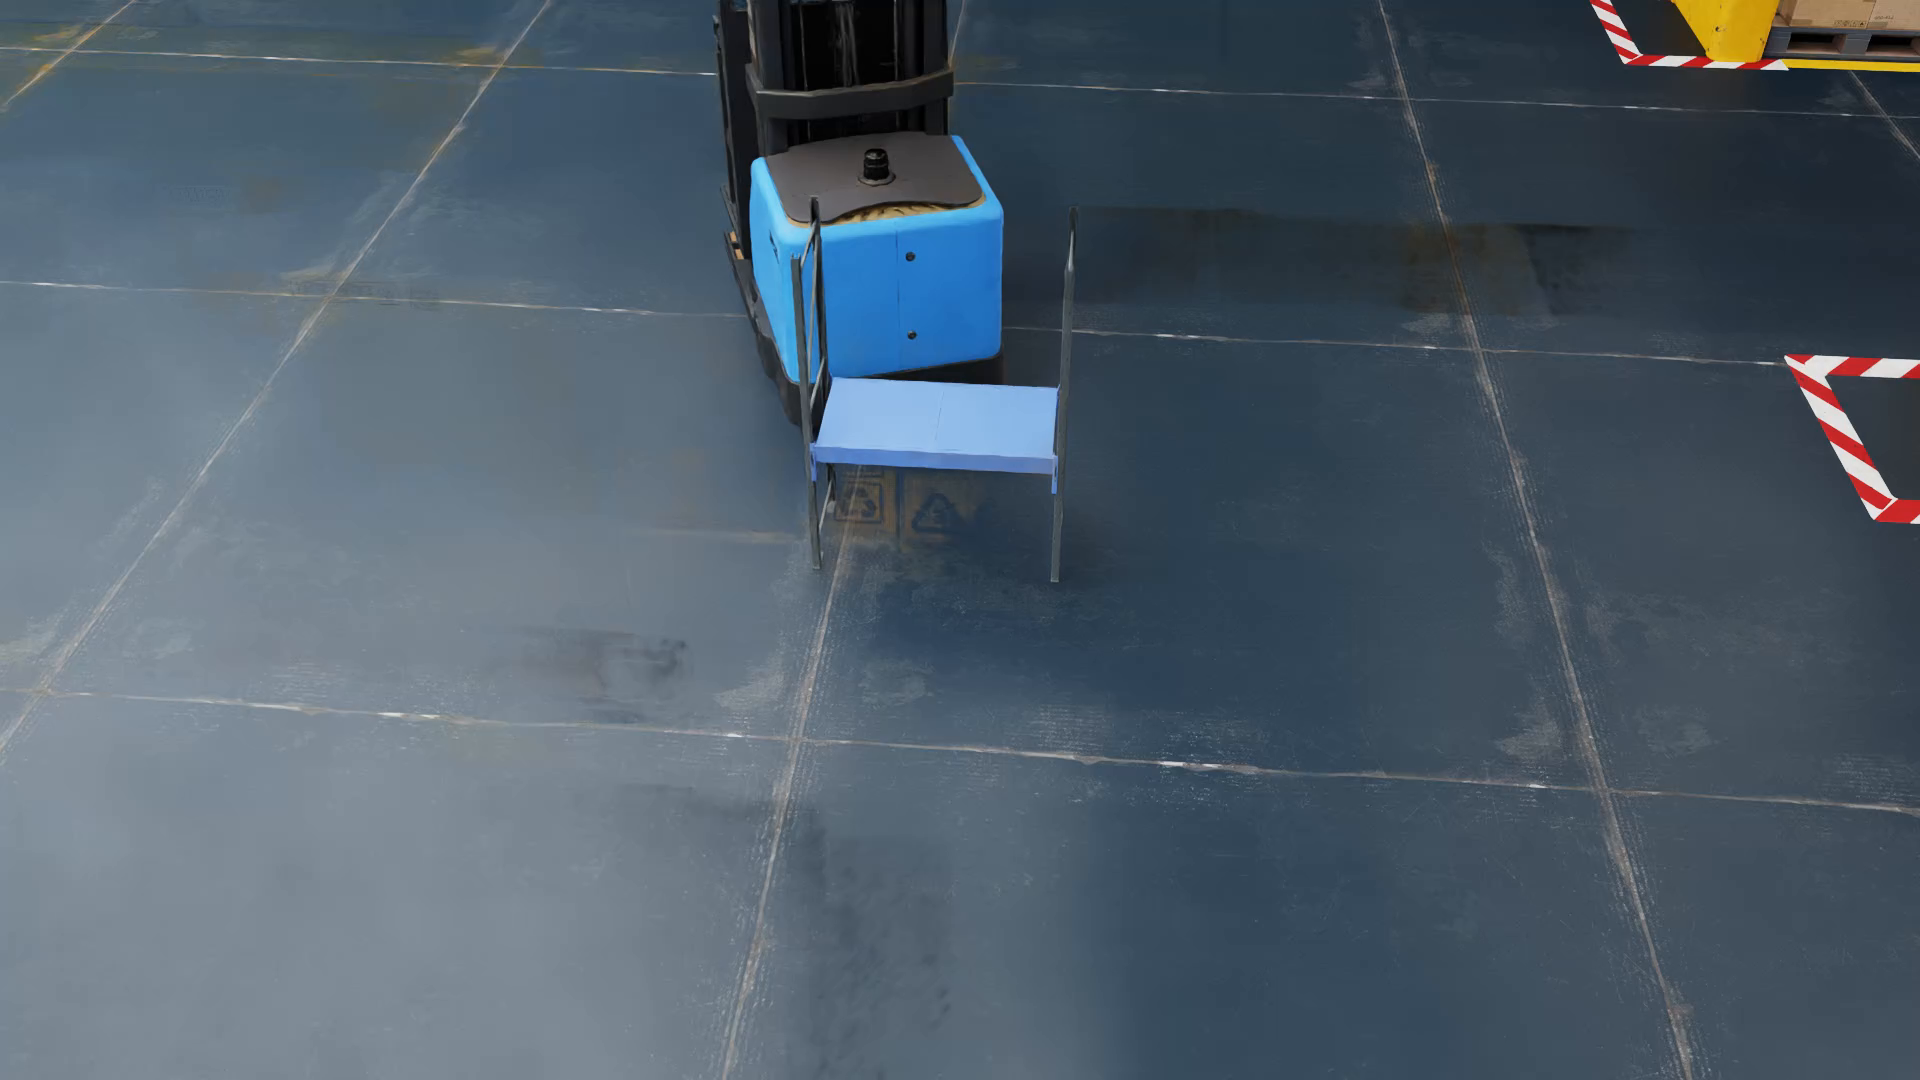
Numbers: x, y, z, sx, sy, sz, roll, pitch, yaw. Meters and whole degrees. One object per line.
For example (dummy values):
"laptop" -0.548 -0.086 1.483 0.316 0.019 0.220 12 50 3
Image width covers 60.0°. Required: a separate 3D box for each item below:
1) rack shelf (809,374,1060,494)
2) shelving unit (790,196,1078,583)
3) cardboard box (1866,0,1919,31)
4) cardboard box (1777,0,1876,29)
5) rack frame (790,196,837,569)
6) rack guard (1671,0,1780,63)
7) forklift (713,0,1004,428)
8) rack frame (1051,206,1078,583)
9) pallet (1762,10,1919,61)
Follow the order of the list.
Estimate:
"rack shelf" -0.085 -0.447 6.896 1.000 0.185 0.538 3 39 4
"shelving unit" -0.085 -0.586 6.782 1.048 1.500 0.538 3 39 4
"cardboard box" 6.322 -3.651 11.205 0.500 0.250 0.500 3 39 4
"cardboard box" 5.824 -3.676 11.236 0.500 0.250 0.500 3 39 4
"rack frame" -0.591 -0.614 6.816 0.032 1.500 0.500 3 39 4
"rack guard" 5.285 -3.781 11.499 0.348 0.500 1.175 3 39 4
"forklift" -0.664 -2.596 8.118 1.130 2.935 3.031 -10 40 -12
"rack frame" 0.421 -0.559 6.748 0.032 1.500 0.500 3 39 4
"pallet" 6.074 -3.652 11.569 1.213 0.211 1.003 3 39 4
